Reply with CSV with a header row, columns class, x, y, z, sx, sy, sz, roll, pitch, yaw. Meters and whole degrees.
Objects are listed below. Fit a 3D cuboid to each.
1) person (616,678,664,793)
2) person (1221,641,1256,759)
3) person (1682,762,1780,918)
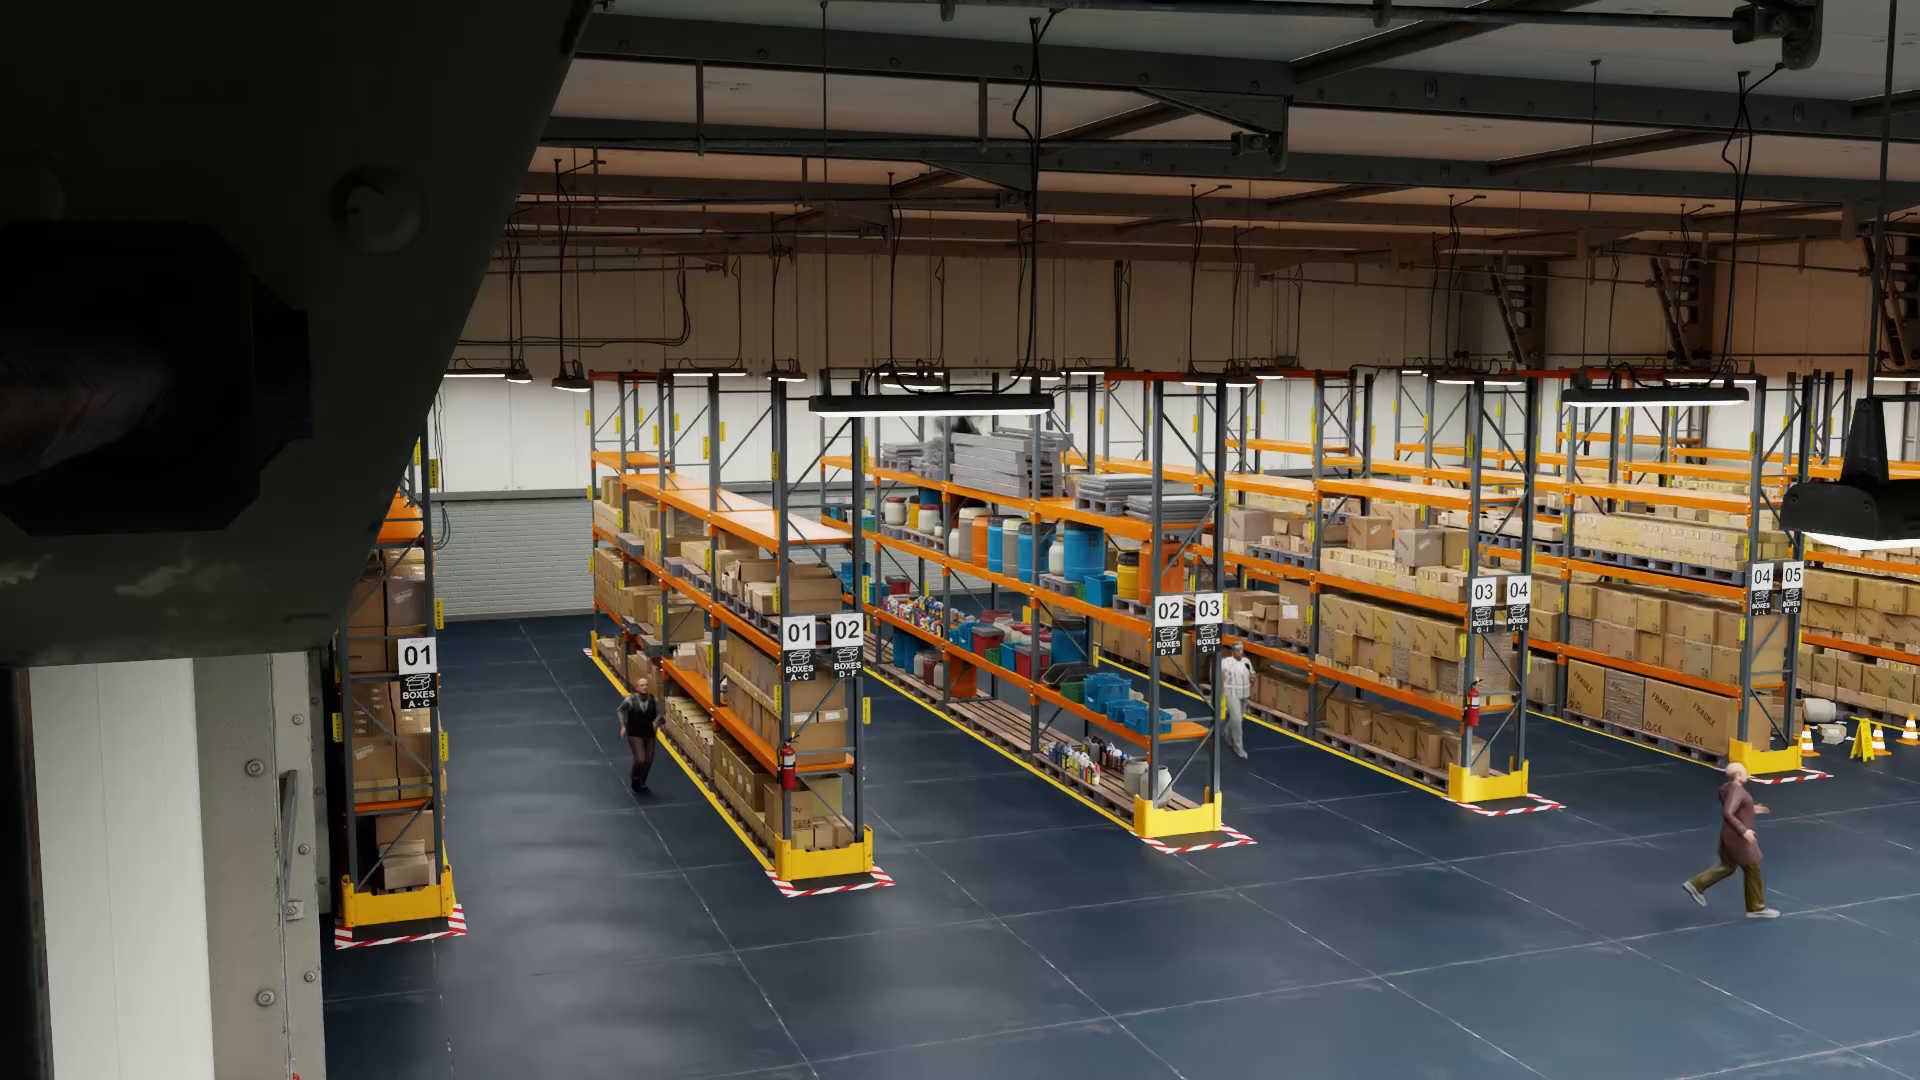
class,x,y,z,sx,sy,sz,roll,pitch,yaw
person,-4.562,2.817,23.890,0.630,1.675,0.733,-3,7,-26
person,4.400,2.491,26.446,0.649,1.819,0.870,-3,7,-27
person,8.697,3.359,18.668,1.033,1.754,0.714,1,6,5
